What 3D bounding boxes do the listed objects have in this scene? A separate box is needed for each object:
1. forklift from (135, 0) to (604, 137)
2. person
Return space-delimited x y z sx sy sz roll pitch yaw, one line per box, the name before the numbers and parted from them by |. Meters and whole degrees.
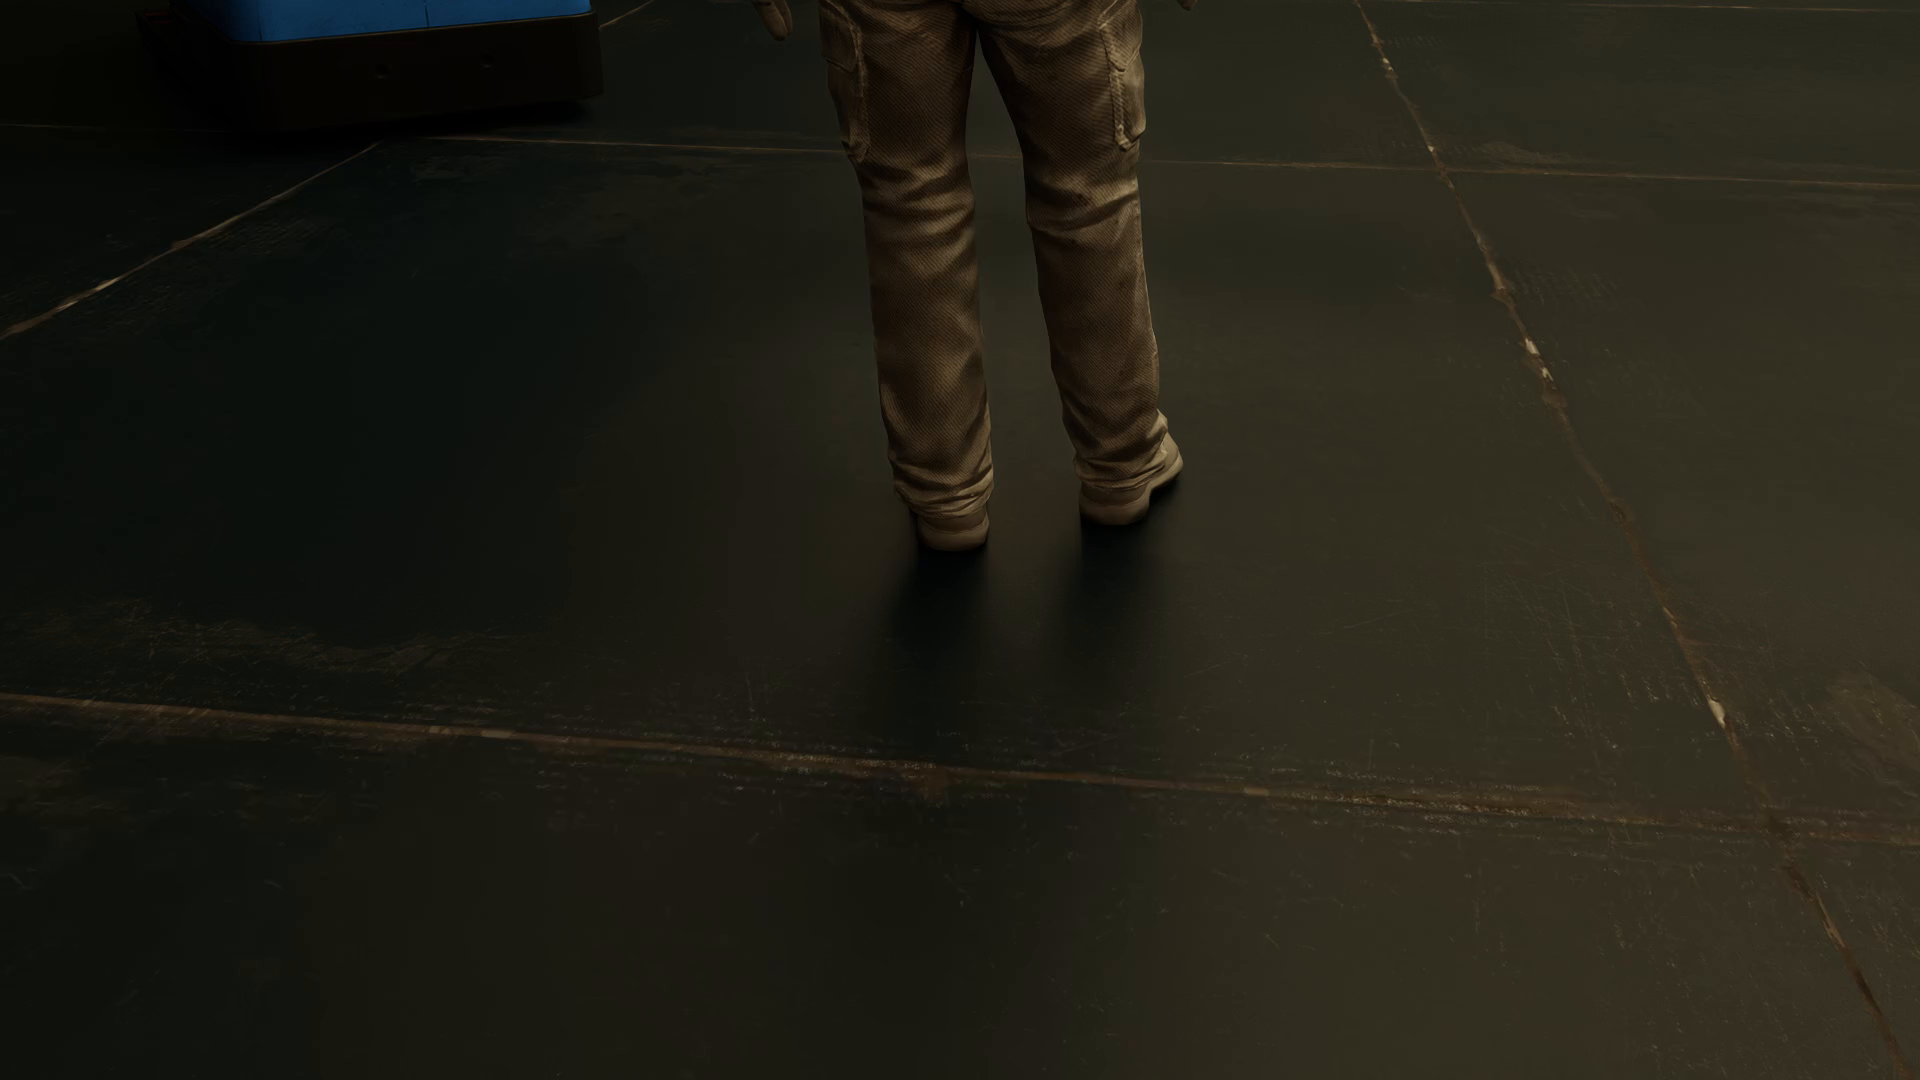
forklift | -2.284 -3.053 5.337 1.130 2.935 3.031 -15 30 -28
person | 0.018 -0.833 2.162 0.656 1.777 0.577 3 27 7
